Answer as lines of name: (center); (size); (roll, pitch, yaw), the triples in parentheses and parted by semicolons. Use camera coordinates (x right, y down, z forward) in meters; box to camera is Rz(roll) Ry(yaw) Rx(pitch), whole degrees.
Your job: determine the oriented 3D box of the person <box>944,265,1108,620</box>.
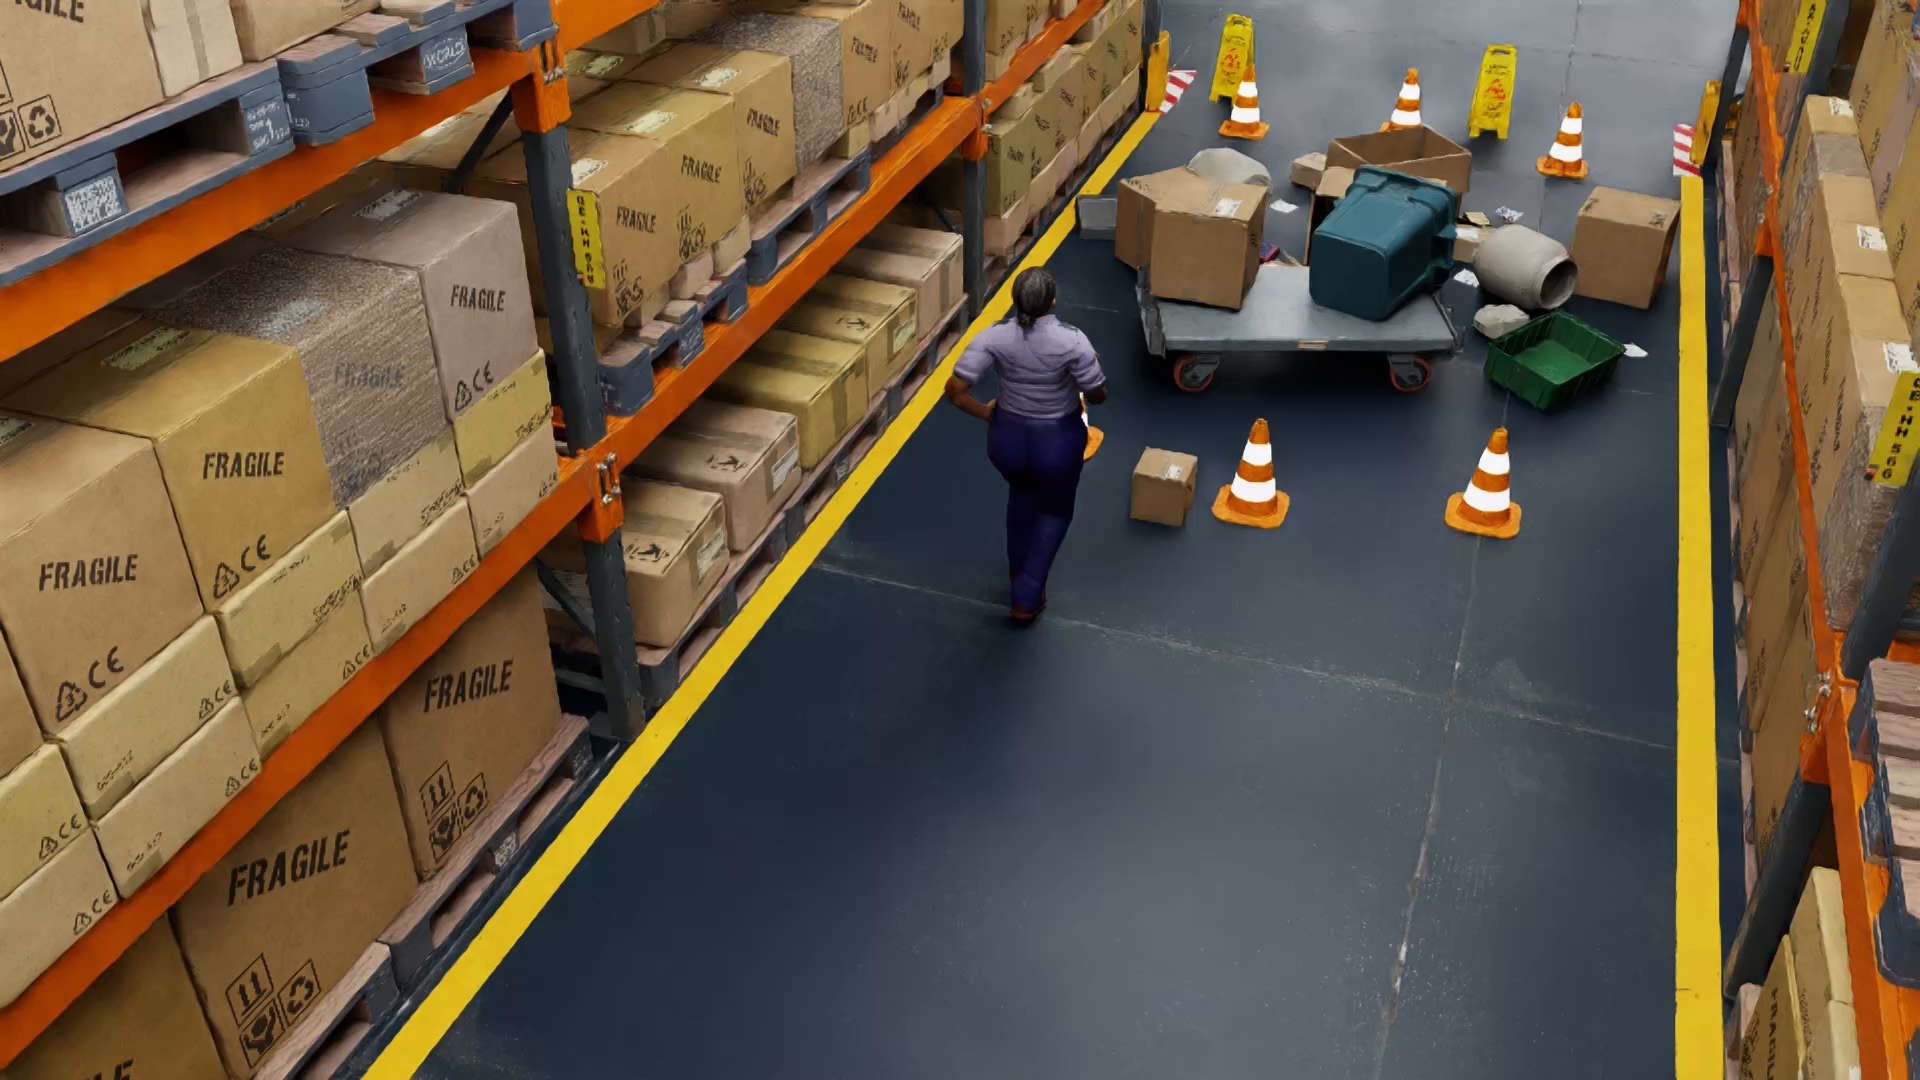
person: (0.312, -0.382, 6.811); (0.586, 1.660, 0.627); (13, 36, 18)
